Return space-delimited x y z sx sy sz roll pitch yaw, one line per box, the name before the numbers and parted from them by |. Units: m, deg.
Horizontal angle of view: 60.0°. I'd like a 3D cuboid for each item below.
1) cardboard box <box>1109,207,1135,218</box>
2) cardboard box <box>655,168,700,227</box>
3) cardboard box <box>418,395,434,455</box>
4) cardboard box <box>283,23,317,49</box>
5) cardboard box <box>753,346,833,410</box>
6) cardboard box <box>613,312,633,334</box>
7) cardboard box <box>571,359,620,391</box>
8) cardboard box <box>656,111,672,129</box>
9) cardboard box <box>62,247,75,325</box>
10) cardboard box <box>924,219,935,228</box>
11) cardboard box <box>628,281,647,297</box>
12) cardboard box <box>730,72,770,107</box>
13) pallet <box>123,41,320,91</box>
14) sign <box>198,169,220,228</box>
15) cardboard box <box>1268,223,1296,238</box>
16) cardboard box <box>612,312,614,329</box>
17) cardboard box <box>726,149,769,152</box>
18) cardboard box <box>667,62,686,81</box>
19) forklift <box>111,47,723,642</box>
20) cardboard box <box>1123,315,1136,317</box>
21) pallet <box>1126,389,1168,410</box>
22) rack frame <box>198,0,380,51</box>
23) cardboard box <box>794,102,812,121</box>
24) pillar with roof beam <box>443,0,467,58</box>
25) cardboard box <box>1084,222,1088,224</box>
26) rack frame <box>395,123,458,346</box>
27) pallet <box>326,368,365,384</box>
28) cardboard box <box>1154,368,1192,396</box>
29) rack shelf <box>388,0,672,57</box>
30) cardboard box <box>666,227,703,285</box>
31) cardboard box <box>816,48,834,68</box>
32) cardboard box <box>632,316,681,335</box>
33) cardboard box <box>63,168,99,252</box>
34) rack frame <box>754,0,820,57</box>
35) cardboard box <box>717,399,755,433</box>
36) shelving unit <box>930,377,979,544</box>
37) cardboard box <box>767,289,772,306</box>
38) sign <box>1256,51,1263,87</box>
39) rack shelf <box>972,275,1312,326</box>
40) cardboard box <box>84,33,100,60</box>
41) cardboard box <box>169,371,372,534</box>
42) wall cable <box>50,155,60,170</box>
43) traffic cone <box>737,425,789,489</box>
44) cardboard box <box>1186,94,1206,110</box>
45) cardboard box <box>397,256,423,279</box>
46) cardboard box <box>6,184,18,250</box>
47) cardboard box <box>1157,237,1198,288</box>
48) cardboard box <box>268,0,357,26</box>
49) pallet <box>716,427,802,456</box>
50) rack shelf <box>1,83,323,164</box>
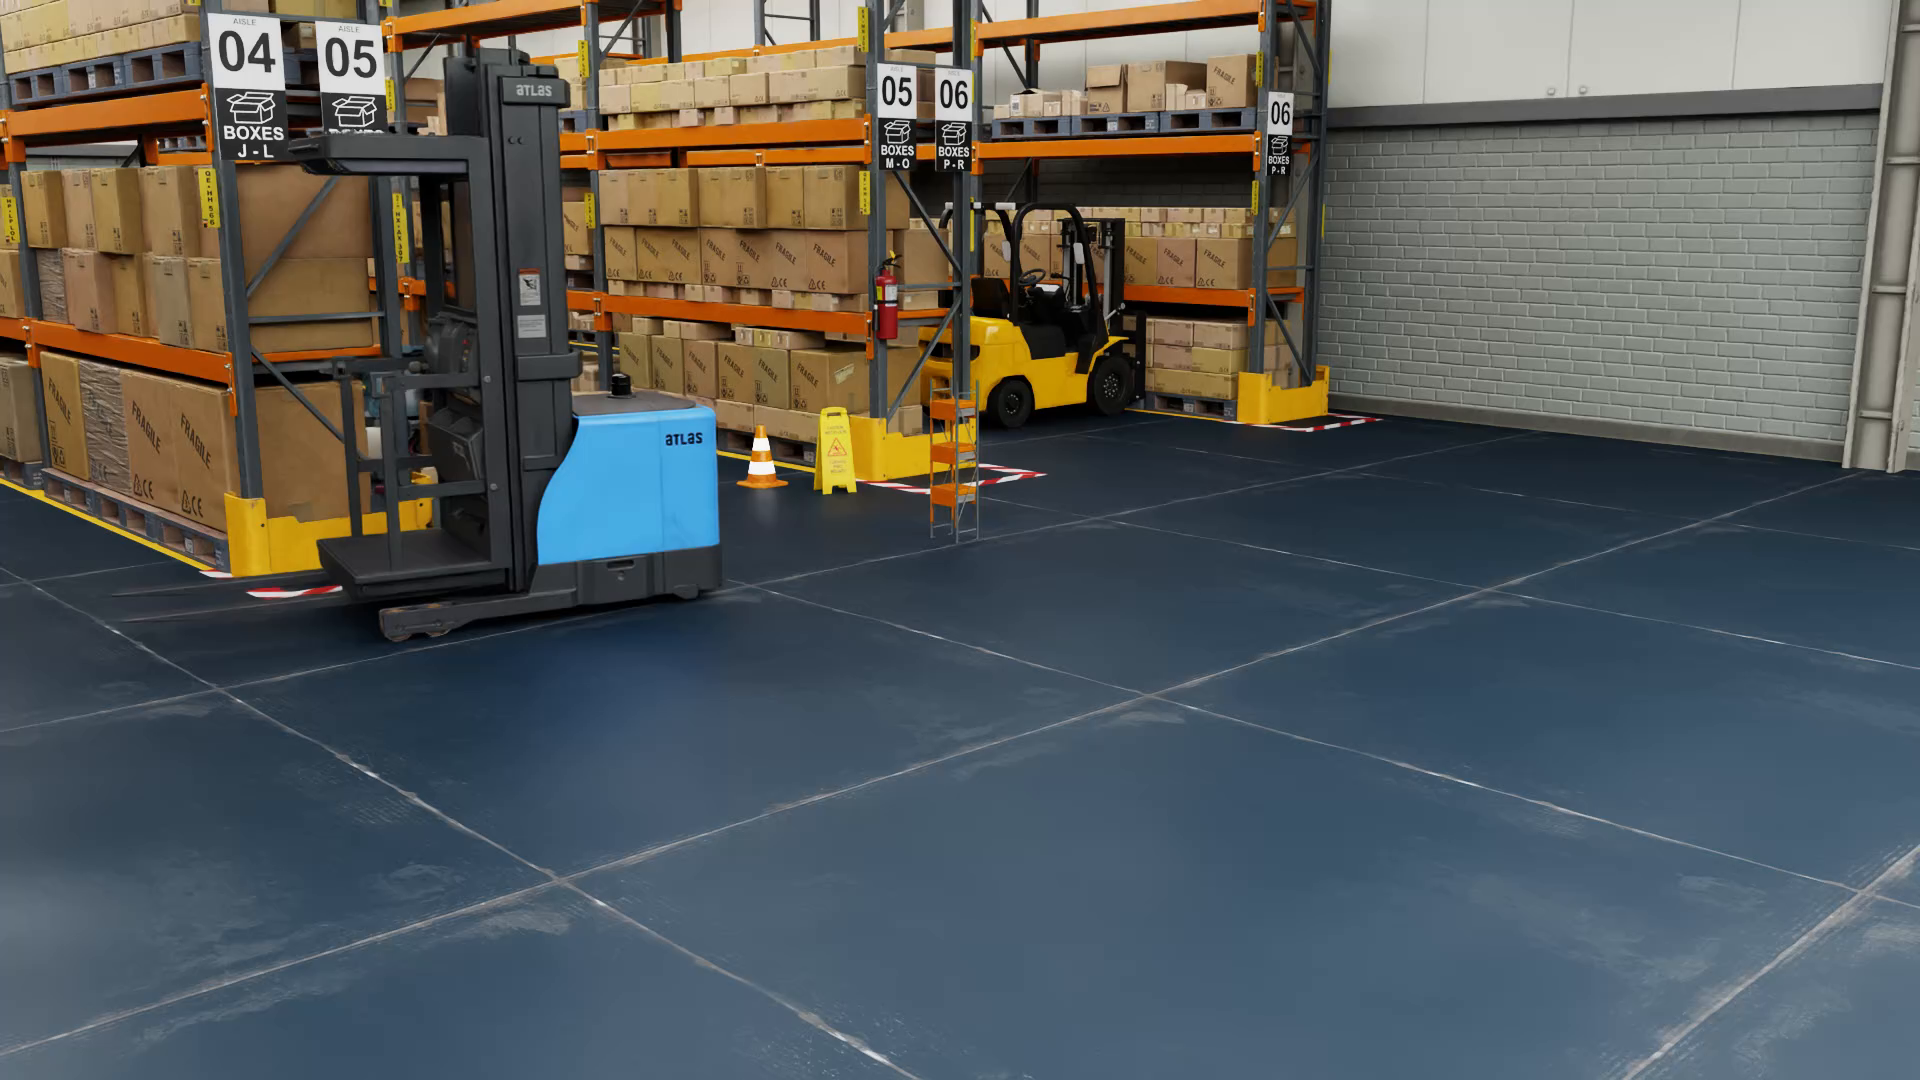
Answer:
cardboard box | 1.808 -3.472 17.740 0.380 0.149 0.250 -11 16 -42
cardboard box | -2.267 -3.041 14.775 0.700 0.500 0.500 -11 16 -44
cardboard box | -4.012 -0.905 13.719 0.797 0.637 0.503 -11 16 -43
cardboard box | -3.831 -3.013 10.002 0.380 0.149 0.250 -11 16 -42
cardboard box | -1.421 -1.404 14.210 0.500 0.500 0.500 -10 15 -40
cardboard box | -4.844 -3.345 24.867 0.500 0.500 0.500 -10 15 -40
cardboard box | -3.442 -1.601 16.718 0.950 0.372 0.625 -11 16 -42
cardboard box | -2.505 -3.763 14.933 0.380 0.149 0.250 -10 15 -41
cardboard box | -5.929 -1.845 12.063 0.875 0.550 0.550 -11 16 -43
cardboard box | -0.210 -3.762 19.881 0.380 0.149 0.250 -11 16 -43
cardboard box | -2.881 -2.362 15.567 0.380 0.149 0.250 -10 15 -41
cardboard box | -1.572 -3.749 13.876 0.500 0.250 0.500 -10 16 -41
pallet | -4.346 -2.850 10.097 1.003 0.211 1.213 -11 16 -43
sign | -4.228 -1.927 9.374 0.100 0.325 0.005 -11 16 -43
cardboard box | 3.225 -3.166 16.992 0.250 0.149 0.380 11 16 44
cardboard box | -5.301 -3.484 26.009 0.500 0.311 0.500 -10 15 -41
cardboard box | -2.783 -5.318 22.231 0.500 0.250 0.500 11 16 43
cardboard box | -2.350 -4.106 14.620 0.250 0.149 0.380 11 16 43
forklift | -2.862 -1.042 8.707 3.031 2.935 1.130 -7 13 -30
cardboard box | 1.671 -2.308 17.974 0.500 0.250 0.500 -11 16 -44
pallet | 1.875 -1.632 18.311 1.003 0.211 1.213 -11 16 -43
rack frame | -3.826 -4.256 9.267 1.000 3.000 0.127 -11 16 -43
cardboard box | -1.119 -3.456 13.443 0.380 0.149 0.250 -10 15 -41
pillar with roof beam | -12.102 -7.907 26.988 9.100 9.000 0.400 -11 16 -43
cardboard box | 1.402 -3.391 18.080 0.250 0.149 0.380 11 16 43
rack frame | -5.841 -3.189 18.959 1.000 3.000 0.127 -11 16 -43
pallet | -7.169 -2.127 20.714 1.003 0.211 1.213 -11 16 -43
cardboard box | 2.382 -1.672 17.365 0.500 0.250 0.500 -11 16 -43
rack shelf | -4.459 -5.288 17.050 1.077 0.370 4.000 -11 16 -43
cardboard box | -2.275 -2.552 14.881 0.500 0.500 0.500 -11 16 -43
cardboard box | -0.913 -3.810 13.183 0.380 0.149 0.250 -11 16 -42
cardboard box | -2.823 -1.999 15.490 0.380 0.149 0.250 -11 16 -42
cardboard box | -5.621 -2.283 11.510 0.875 0.550 0.550 -11 16 -43
rack frame | -2.253 -6.820 21.713 1.000 3.000 0.127 -11 16 -43
cardboard box | -1.786 -1.114 14.657 0.500 0.250 0.500 11 16 43
shelving unit | -0.037 -0.522 10.843 0.215 1.050 0.252 -11 16 -43
cardboard box | -1.421 -2.076 14.176 0.380 0.149 0.250 -11 16 -42
sign | 2.869 -4.505 15.911 0.100 0.325 0.005 -11 16 -43
rack shelf | 1.890 -2.654 18.141 1.077 0.370 4.000 -11 16 -43
cardboard box | -5.354 -3.142 10.629 0.380 0.149 0.250 -11 16 -42
cardboard box | -4.342 -0.572 10.480 0.875 0.875 0.875 -11 16 -42
wall cable | -15.276 -5.690 28.499 0.585 1.953 0.123 -11 16 -43
traffic cone | -1.546 -0.662 12.980 0.336 0.463 0.334 -11 16 -43
cardboard box | 2.480 -4.394 16.703 0.250 0.149 0.380 11 16 44
cardboard box | -6.378 -3.154 19.157 0.500 0.250 0.500 11 16 43
cardboard box | -6.936 -2.511 12.942 0.700 0.500 0.500 -11 16 -44
cardboard box | 2.390 -2.875 17.186 0.500 0.500 0.500 -10 15 -41
cardboard box | -3.974 -3.220 10.018 0.500 0.250 0.500 -11 16 -43
pallet | -1.742 -0.969 15.090 1.003 0.211 1.213 -11 16 -43
rack shelf | -5.207 -2.726 11.059 1.077 0.370 4.000 -11 16 -43
